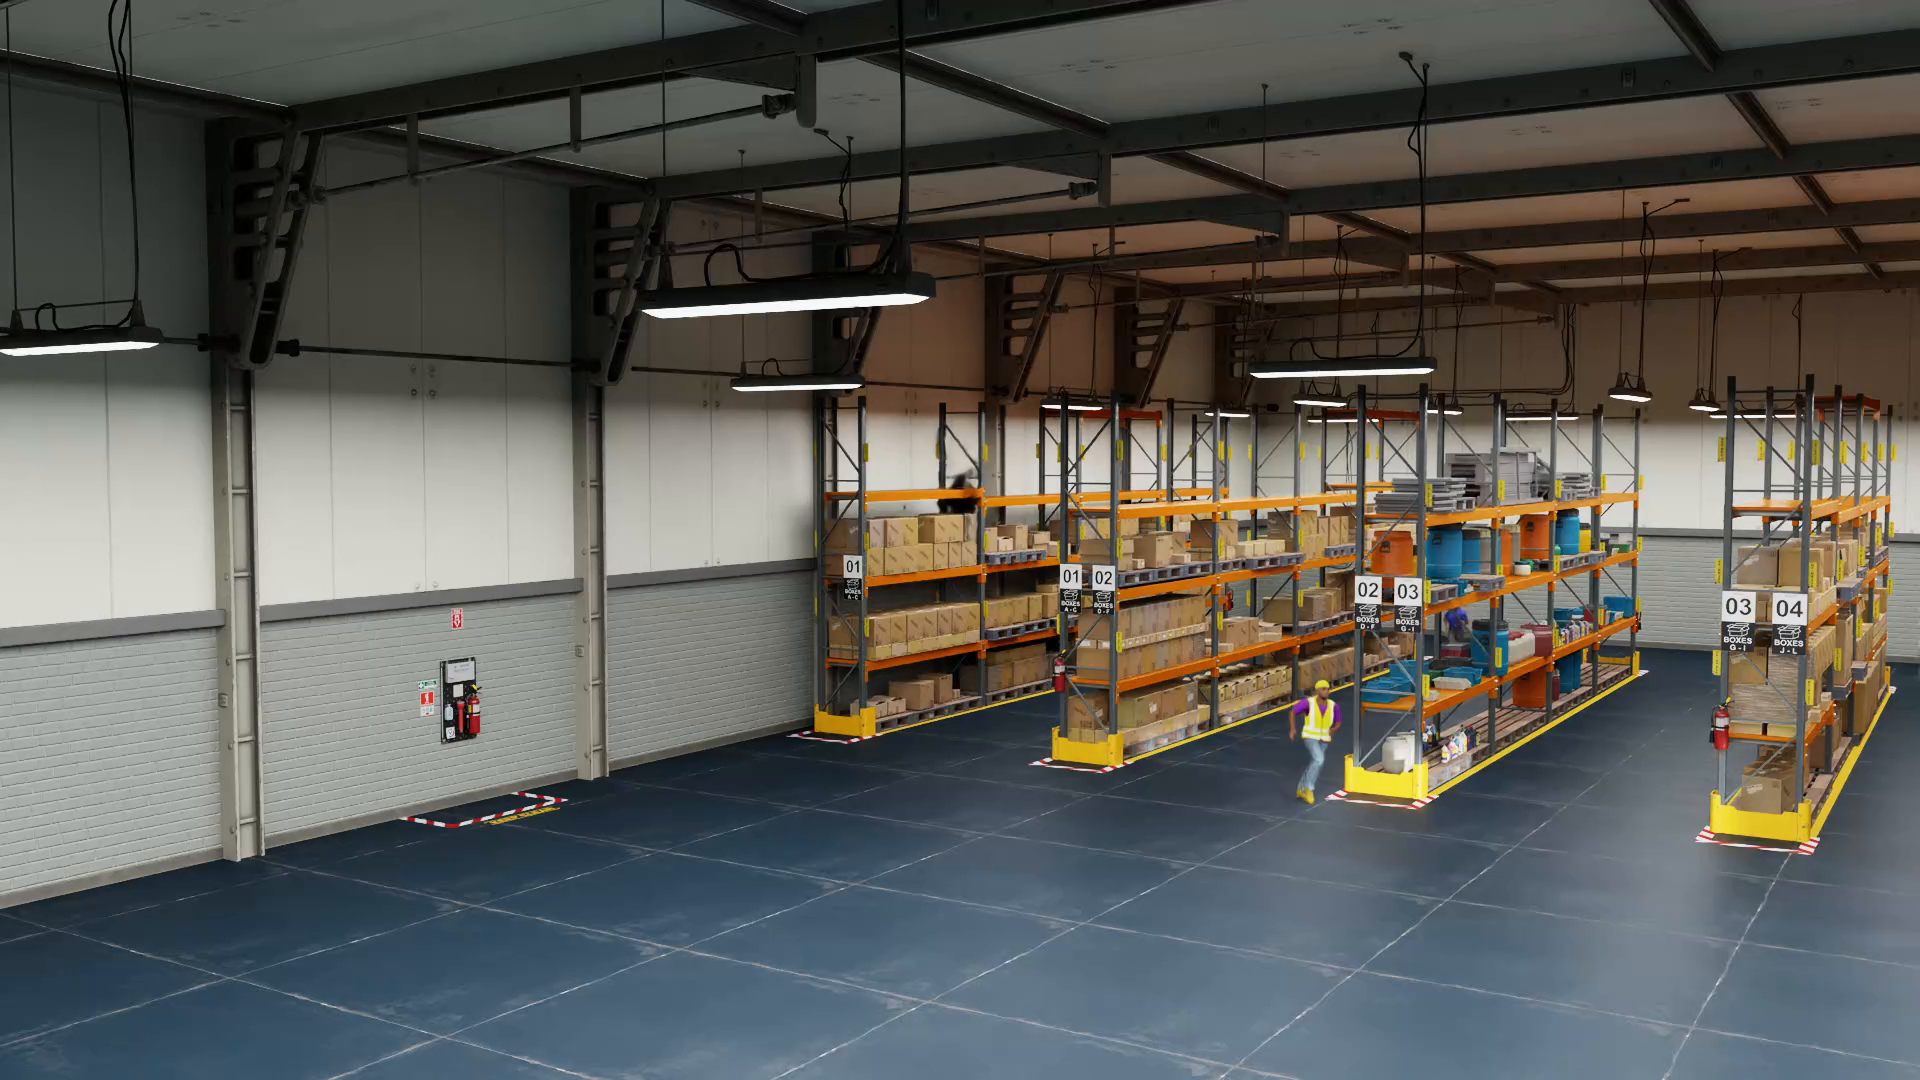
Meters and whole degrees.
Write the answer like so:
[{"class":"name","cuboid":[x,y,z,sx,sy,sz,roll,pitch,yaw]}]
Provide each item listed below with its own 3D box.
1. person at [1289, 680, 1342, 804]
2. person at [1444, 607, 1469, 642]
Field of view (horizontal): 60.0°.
[{"class":"person","cuboid":[5.136,2.869,23.838,0.713,1.716,0.684,-1,3,-15]},{"class":"person","cuboid":[11.366,2.173,38.141,0.584,1.670,0.821,2,3,27]}]
